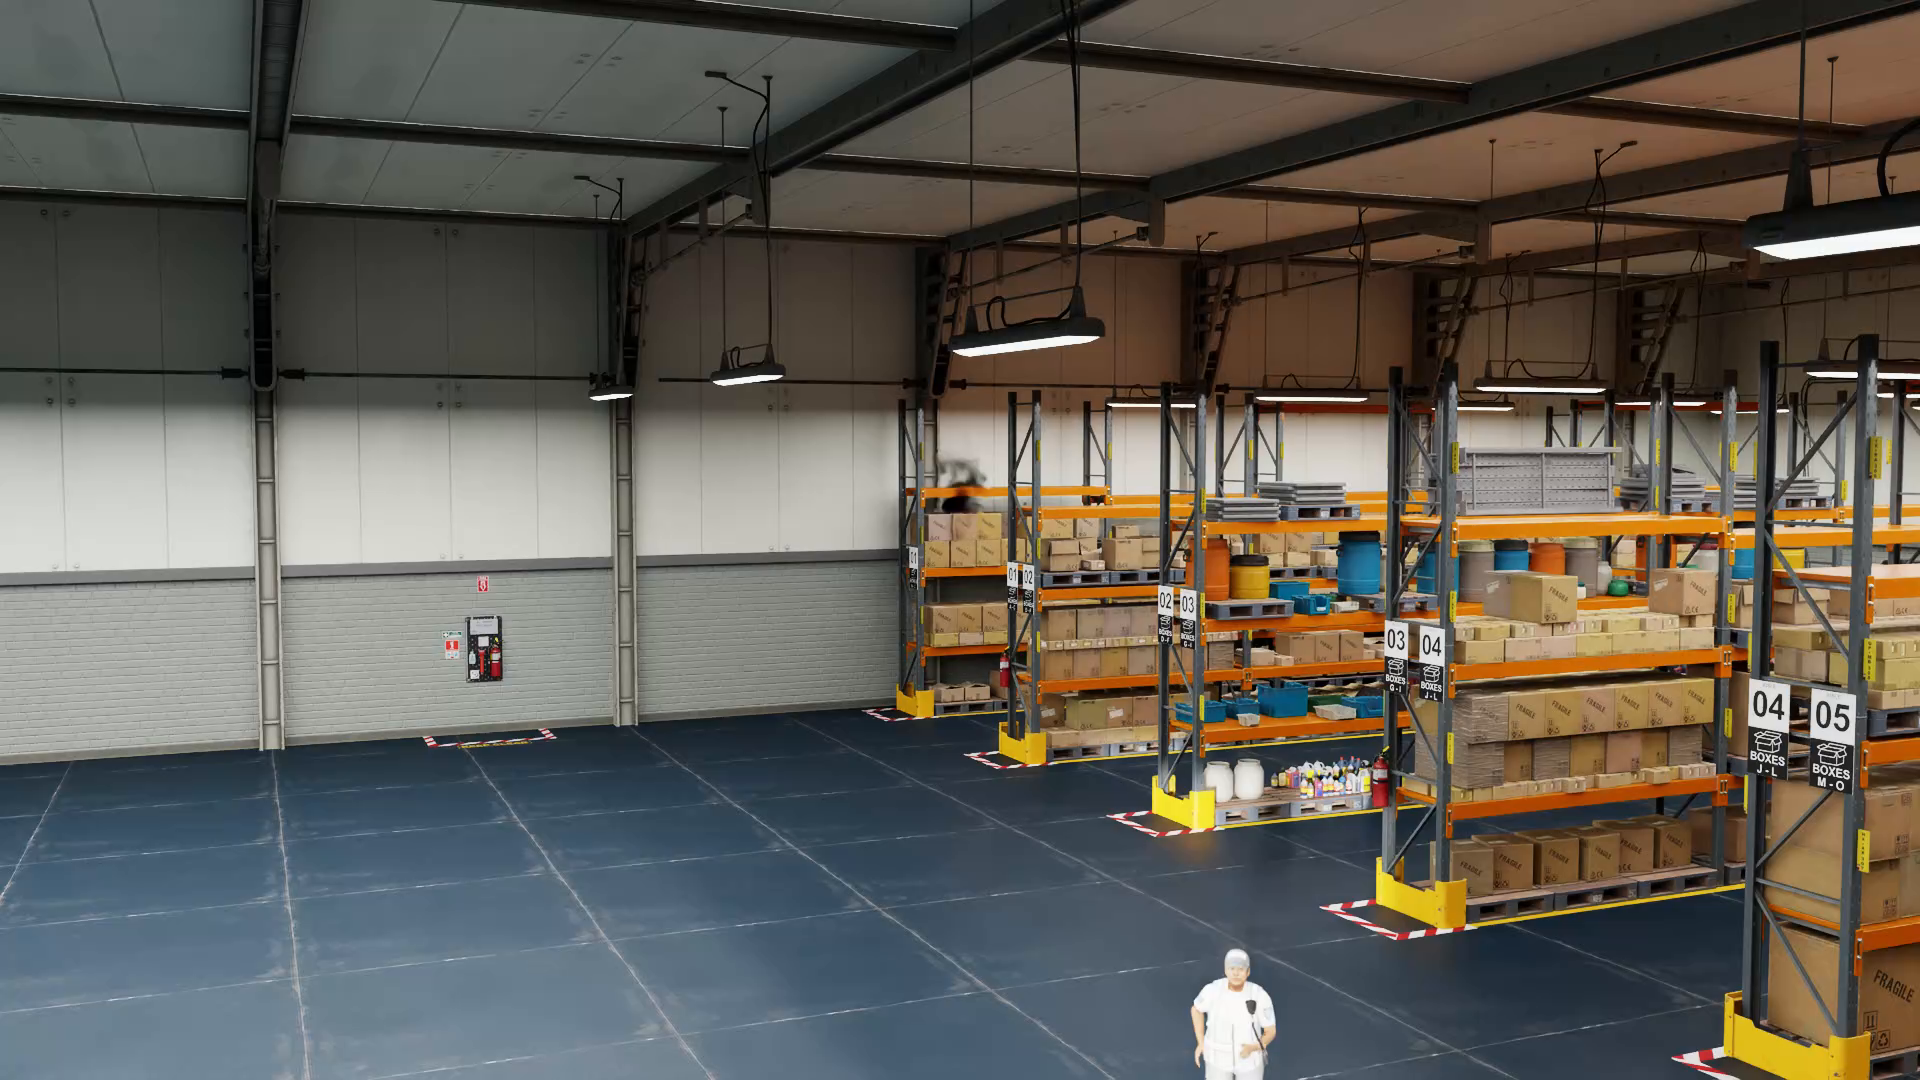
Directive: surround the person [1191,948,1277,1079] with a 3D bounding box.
[{"bbox_3d":[1.901,3.670,11.575,0.581,1.615,0.573,1,3,9],"label":"person"}]
